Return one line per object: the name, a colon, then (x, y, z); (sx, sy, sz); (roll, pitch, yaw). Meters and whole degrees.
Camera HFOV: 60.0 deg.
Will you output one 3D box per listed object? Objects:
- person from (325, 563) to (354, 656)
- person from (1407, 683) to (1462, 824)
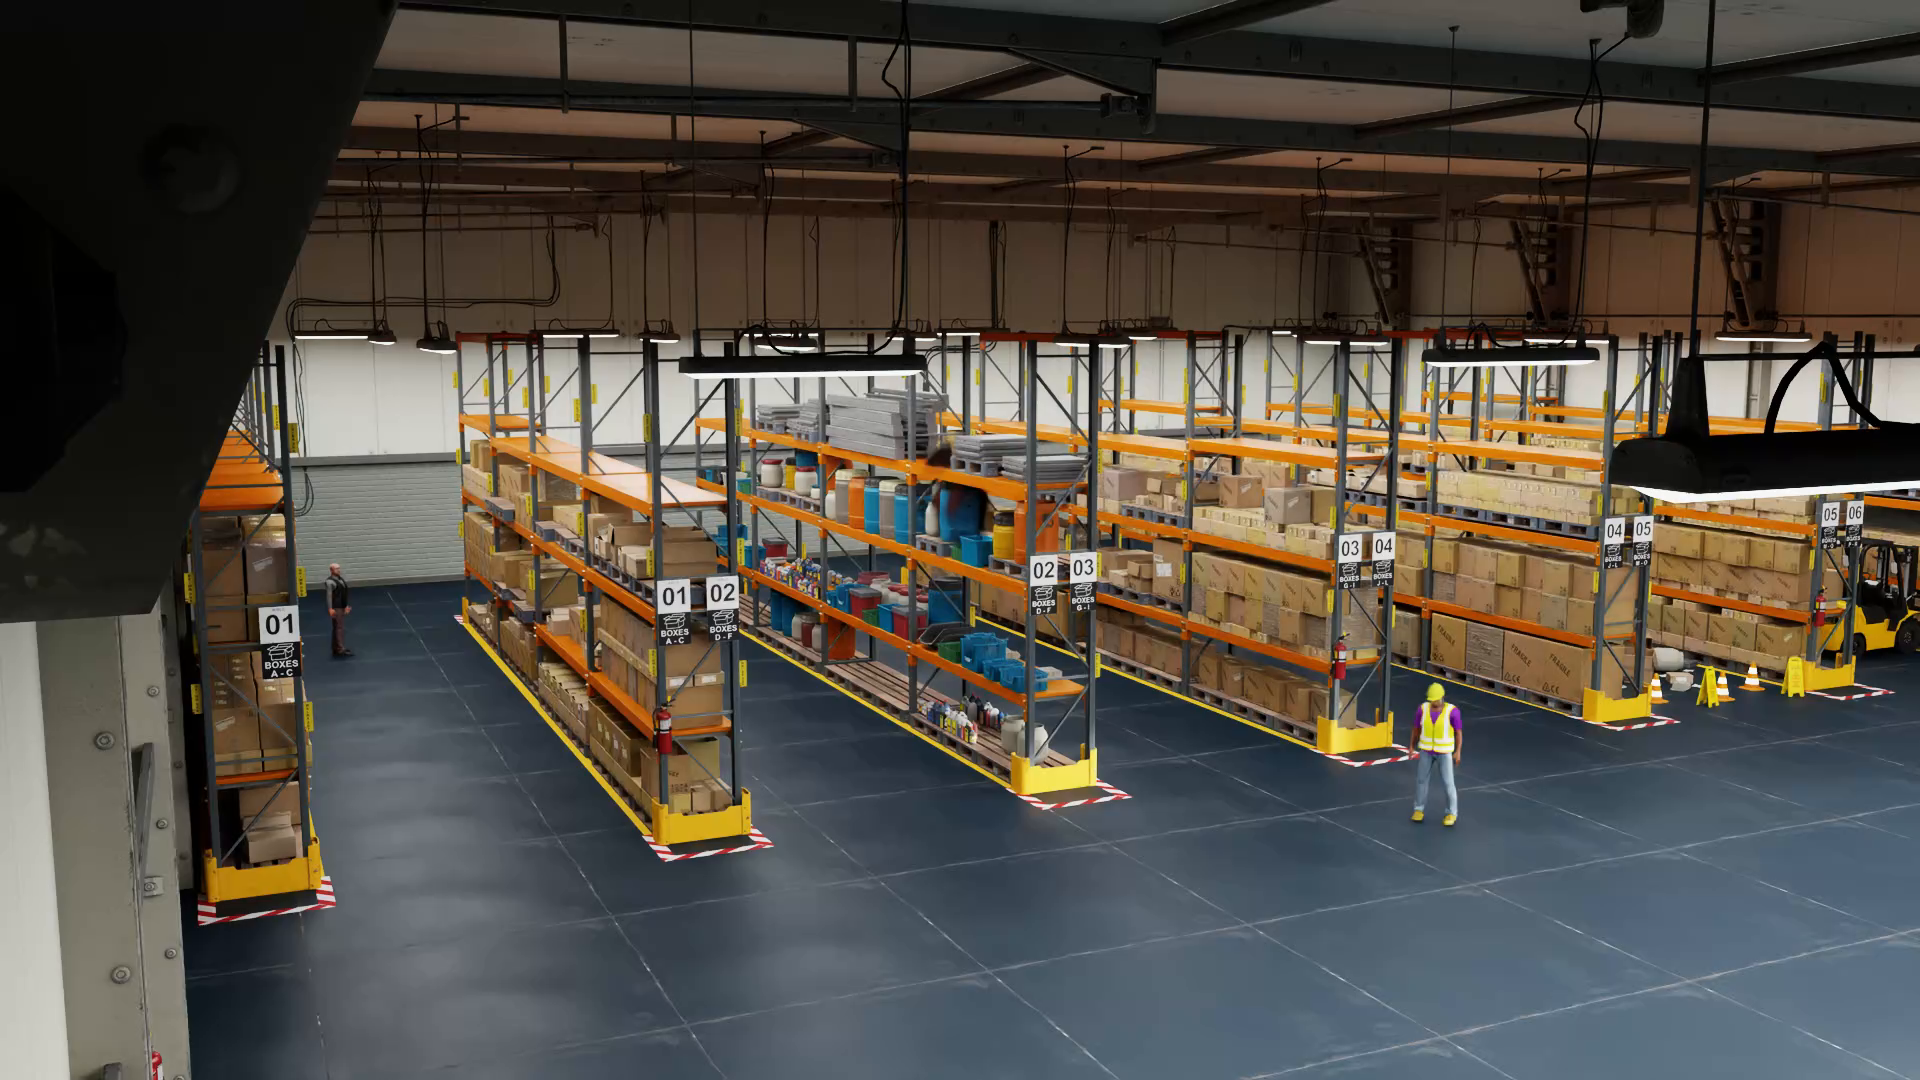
person: (-11.624, 1.288, 31.197); (0.477, 1.729, 0.568); (-1, 8, -11)
person: (5.924, 2.652, 20.842); (0.646, 1.763, 0.435); (5, 9, 30)
